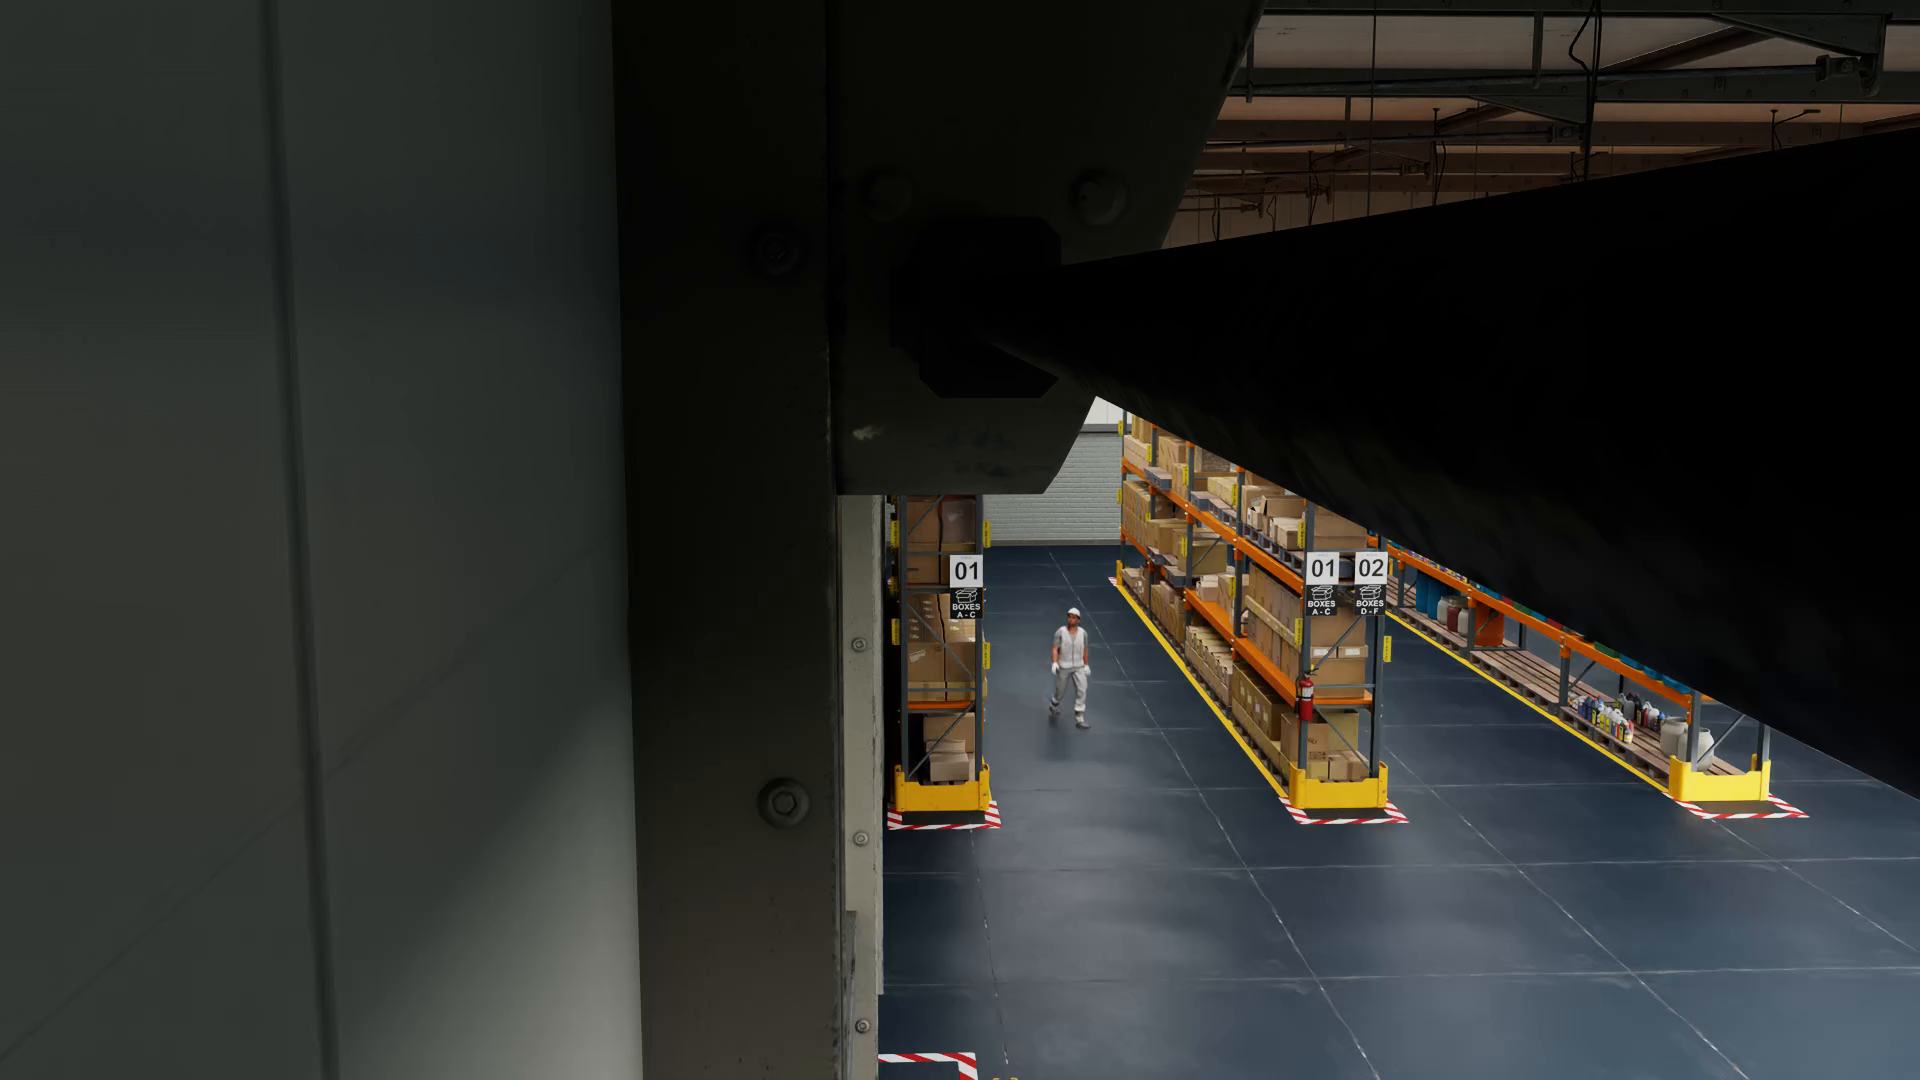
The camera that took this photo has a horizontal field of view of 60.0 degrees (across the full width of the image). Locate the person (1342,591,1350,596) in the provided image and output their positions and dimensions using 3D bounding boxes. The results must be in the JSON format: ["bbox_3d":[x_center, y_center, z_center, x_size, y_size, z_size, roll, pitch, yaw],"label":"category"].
[{"bbox_3d":[7.463,0.715,32.201,0.659,1.728,1.046,0,8,2],"label":"person"}]

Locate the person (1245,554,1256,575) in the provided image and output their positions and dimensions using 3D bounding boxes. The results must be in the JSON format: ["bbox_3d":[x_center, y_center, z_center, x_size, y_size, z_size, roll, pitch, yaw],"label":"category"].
[{"bbox_3d":[6.427,0.109,36.962,0.502,1.615,0.341,-8,11,-42],"label":"person"}]

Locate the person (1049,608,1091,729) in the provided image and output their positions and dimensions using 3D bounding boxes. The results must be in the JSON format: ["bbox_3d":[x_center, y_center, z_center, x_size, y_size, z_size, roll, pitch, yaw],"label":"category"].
[{"bbox_3d":[1.628,1.877,24.525,0.670,1.740,1.016,-2,9,-15],"label":"person"}]
